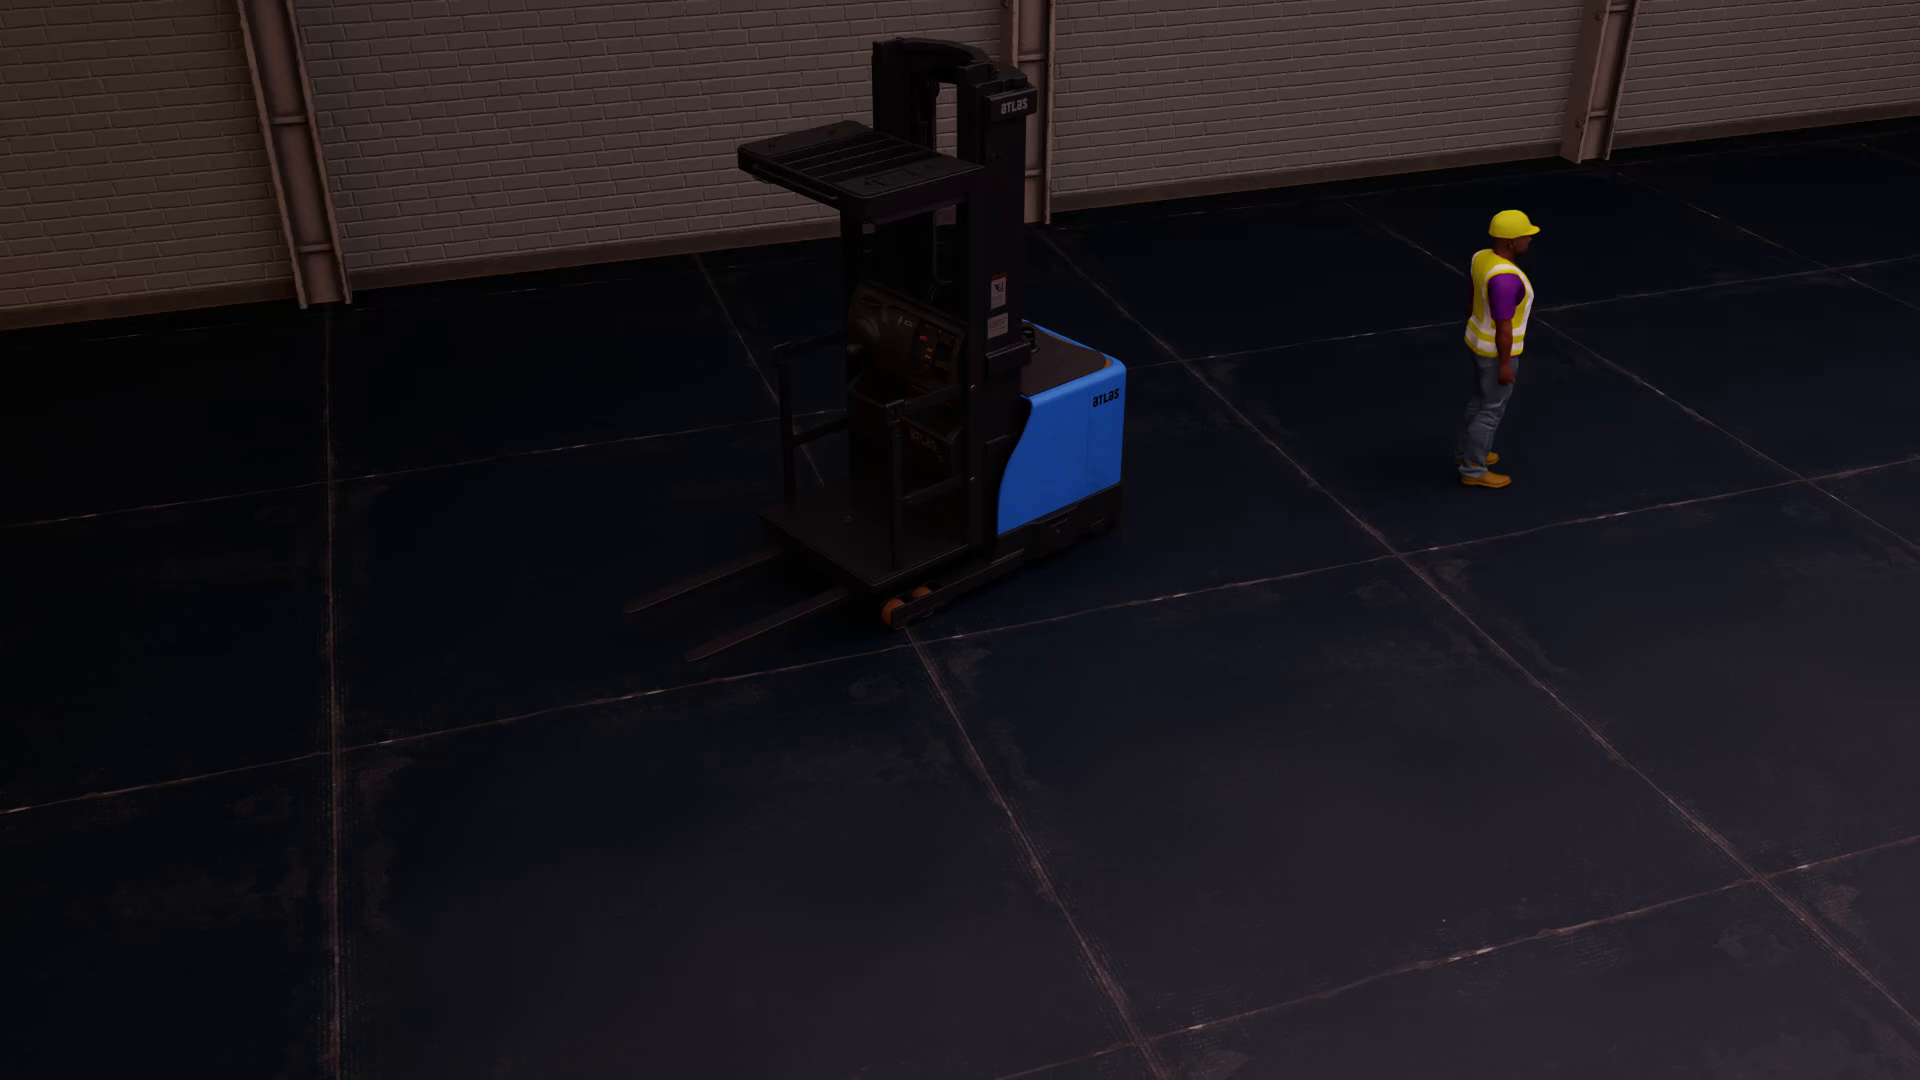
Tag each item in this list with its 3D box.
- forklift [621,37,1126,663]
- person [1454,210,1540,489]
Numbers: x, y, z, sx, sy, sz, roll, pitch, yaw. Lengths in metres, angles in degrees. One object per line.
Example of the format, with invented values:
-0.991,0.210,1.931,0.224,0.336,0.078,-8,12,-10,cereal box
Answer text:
-0.461,-1.072,8.951,3.031,2.935,1.130,-23,37,-34,forklift
3.341,-1.189,10.326,0.403,1.768,0.586,-1,30,-1,person
